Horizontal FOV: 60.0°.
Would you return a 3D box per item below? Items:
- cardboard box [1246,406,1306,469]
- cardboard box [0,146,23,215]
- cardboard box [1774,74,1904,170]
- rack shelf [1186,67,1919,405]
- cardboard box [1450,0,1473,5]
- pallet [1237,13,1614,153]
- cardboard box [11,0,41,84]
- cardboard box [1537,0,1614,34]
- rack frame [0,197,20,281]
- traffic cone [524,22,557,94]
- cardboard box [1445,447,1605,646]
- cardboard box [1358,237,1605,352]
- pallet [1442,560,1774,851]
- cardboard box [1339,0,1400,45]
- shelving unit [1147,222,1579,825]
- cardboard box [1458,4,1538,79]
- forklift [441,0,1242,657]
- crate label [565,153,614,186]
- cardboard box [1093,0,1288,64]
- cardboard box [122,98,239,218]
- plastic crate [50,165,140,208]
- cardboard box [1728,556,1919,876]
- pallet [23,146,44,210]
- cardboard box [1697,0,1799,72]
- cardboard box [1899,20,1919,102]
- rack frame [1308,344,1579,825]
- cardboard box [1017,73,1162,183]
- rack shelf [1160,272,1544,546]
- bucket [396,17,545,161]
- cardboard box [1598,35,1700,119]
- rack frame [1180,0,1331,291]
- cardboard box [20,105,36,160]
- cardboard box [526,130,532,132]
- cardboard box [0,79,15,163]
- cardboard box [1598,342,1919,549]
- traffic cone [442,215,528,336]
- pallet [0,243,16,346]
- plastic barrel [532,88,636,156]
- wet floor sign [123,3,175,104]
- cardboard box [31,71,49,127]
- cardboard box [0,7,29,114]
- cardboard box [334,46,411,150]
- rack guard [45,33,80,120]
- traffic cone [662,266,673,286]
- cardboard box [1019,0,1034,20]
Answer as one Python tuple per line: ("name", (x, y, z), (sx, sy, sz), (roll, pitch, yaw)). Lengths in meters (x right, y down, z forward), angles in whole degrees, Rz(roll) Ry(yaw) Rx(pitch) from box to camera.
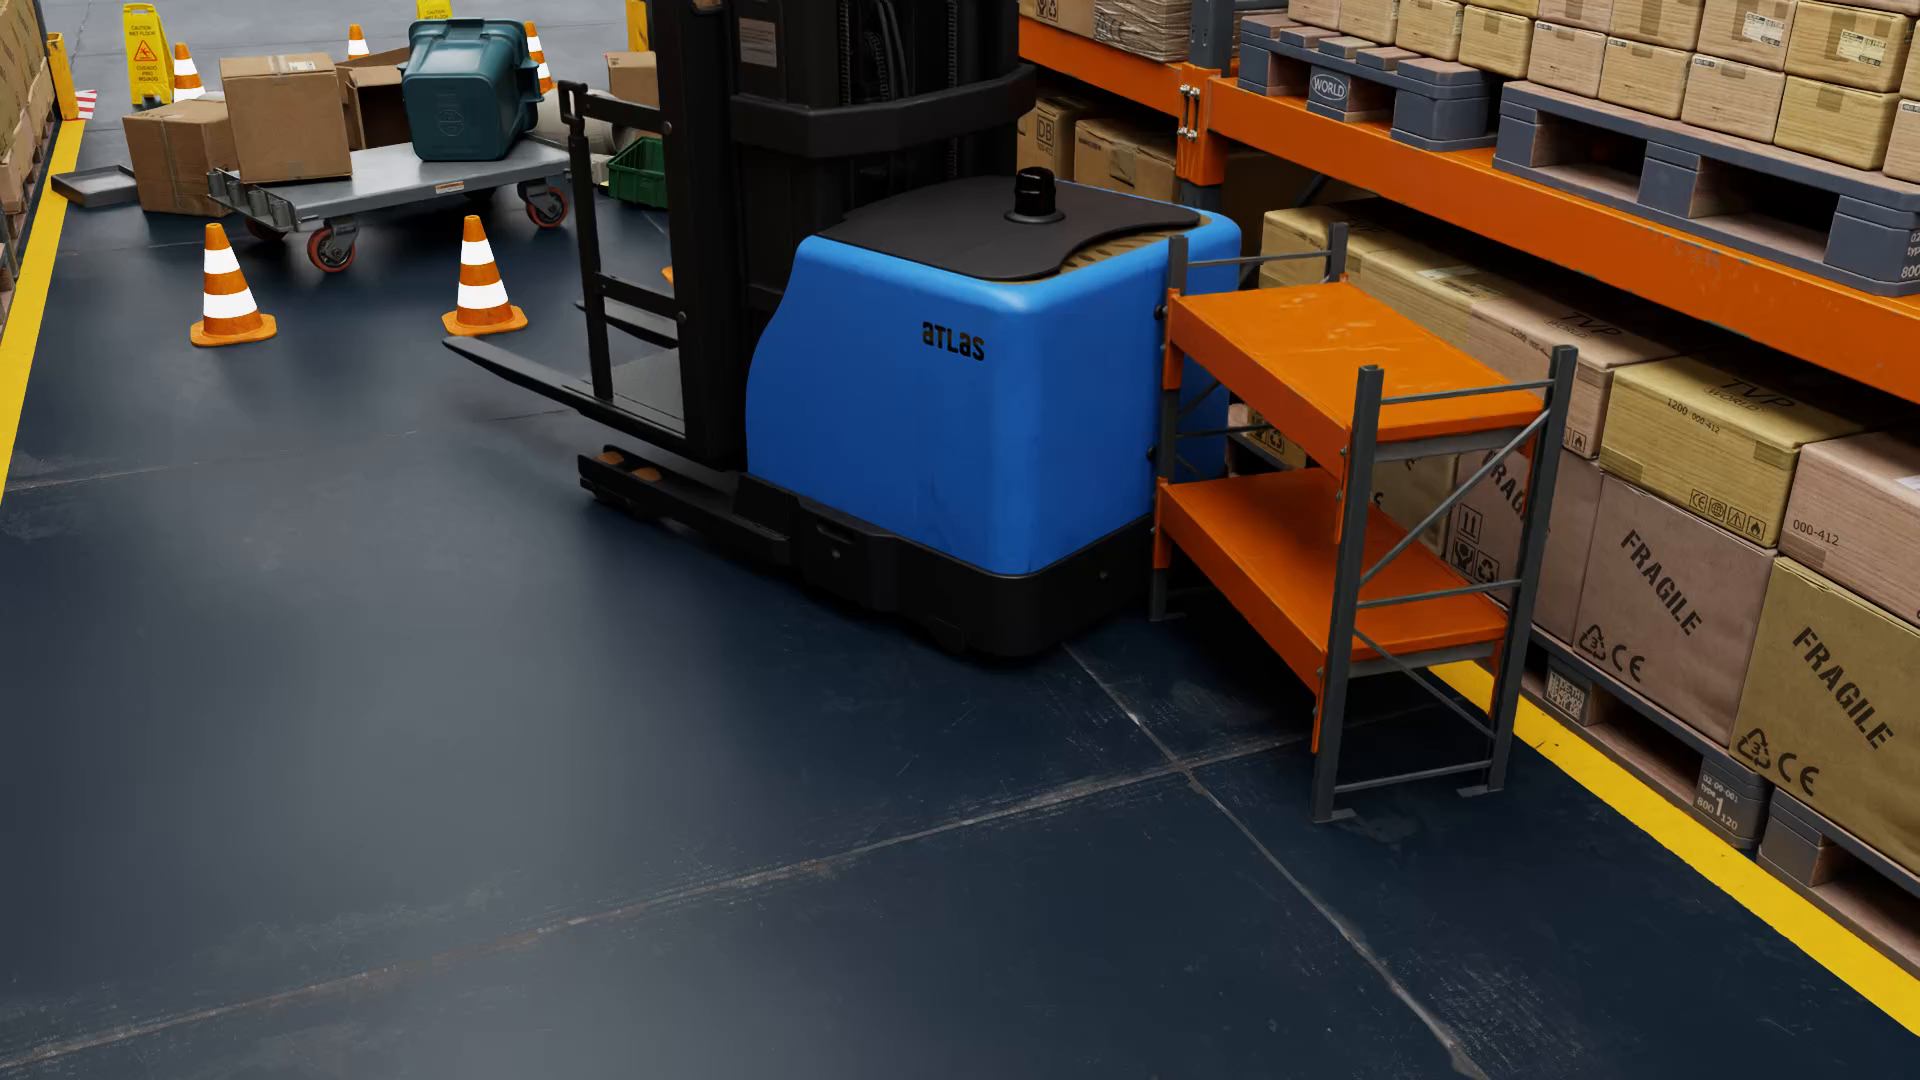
("cardboard box", (1.266, -0.506, 5.238), (0.500, 0.500, 0.500), (-12, 28, -23))
("cardboard box", (-4.840, -1.731, 8.032), (0.500, 0.250, 0.500), (-12, 28, -23))
("cardboard box", (1.940, -0.883, 3.447), (0.380, 0.149, 0.250), (-9, 28, -18))
("rack shelf", (2.007, -0.639, 3.960), (1.077, 0.370, 4.000), (-11, 28, -21))
("cardboard box", (1.444, -1.533, 4.441), (0.380, 0.149, 0.250), (-11, 28, -22))
("pallet", (1.601, -1.414, 4.946), (1.213, 0.211, 1.003), (-11, 28, -21))
("cardboard box", (-5.663, -2.910, 9.591), (0.500, 0.500, 0.500), (-10, 28, -19))
("cardboard box", (1.640, -1.331, 4.026), (0.380, 0.149, 0.250), (-11, 28, -21))
("rack frame", (-4.858, -2.493, 6.938), (1.000, 3.000, 0.127), (-11, 28, -21))
("traffic cone", (-3.008, -3.401, 11.689), (0.336, 0.463, 0.334), (-11, 28, -21))
("cardboard box", (1.672, -0.097, 4.401), (0.500, 0.500, 0.500), (-11, 28, -22))
("cardboard box", (1.470, -0.648, 4.673), (0.500, 0.250, 0.500), (-11, 28, -21))
("pallet", (2.003, 0.291, 4.414), (1.003, 0.211, 1.213), (-11, 28, -21))
("cardboard box", (1.318, -1.522, 4.756), (0.380, 0.149, 0.250), (-9, 27, -18))
("shelving unit", (0.924, -0.090, 4.153), (0.538, 1.125, 1.048), (-7, 27, -14))
("cardboard box", (1.532, -1.305, 4.311), (0.380, 0.149, 0.250), (-9, 28, -18))
("forklift", (-0.621, -1.536, 5.056), (3.031, 2.935, 1.130), (22, 33, 37))
("crate label", (-2.079, -2.093, 9.381), (0.250, 0.136, 0.298), (13, 29, 24))
("cardboard box", (0.801, -1.951, 5.712), (0.500, 0.500, 0.500), (-11, 28, -21))
("cardboard box", (-4.025, -2.038, 8.851), (0.500, 0.500, 0.500), (8, 27, 15))
("plastic crate", (-4.718, -1.956, 9.165), (0.402, 0.080, 0.583), (-22, 34, -38))
("cardboard box", (2.068, 0.317, 3.553), (0.500, 0.500, 0.500), (-11, 28, -22))
("pallet", (-5.635, -1.999, 9.103), (1.003, 0.211, 1.213), (-11, 28, -21))
("cardboard box", (1.843, -1.122, 3.598), (0.380, 0.149, 0.250), (-10, 28, -19))
("cardboard box", (2.042, -0.913, 3.170), (0.380, 0.149, 0.250), (-12, 29, -23))
("rack frame", (1.064, 0.124, 3.713), (0.500, 1.125, 0.032), (-7, 27, -14))
("cardboard box", (0.723, -1.561, 7.114), (1.050, 0.750, 0.750), (-10, 28, -20))
("rack shelf", (0.924, -0.353, 4.024), (0.538, 0.278, 1.000), (-7, 27, -14))
("bucket", (-2.517, -2.256, 8.449), (0.726, 0.611, 0.620), (-1, 36, -3))
("cardboard box", (1.735, -1.095, 3.883), (0.380, 0.149, 0.250), (-10, 28, -20))
("rack frame", (1.224, -1.770, 5.456), (1.000, 3.000, 0.127), (-11, 28, -21))
("cardboard box", (-5.270, -2.158, 8.907), (0.500, 0.250, 0.500), (-11, 28, -21))
("cardboard box", (-2.710, -2.534, 10.136), (0.396, 0.266, 0.258), (-6, 27, -12))
("cardboard box", (-4.840, -2.068, 7.867), (0.500, 0.500, 0.500), (-9, 27, -18))
("cardboard box", (1.857, -0.236, 3.829), (0.500, 0.250, 0.500), (-12, 28, -23))
("traffic cone", (-2.050, -1.148, 7.074), (0.336, 0.463, 0.334), (-11, 28, -21))
("pallet", (-4.551, -0.926, 6.907), (1.003, 0.211, 1.213), (-11, 28, -21))
("plastic barrel", (-2.198, -2.421, 9.727), (0.512, 0.421, 0.421), (8, 27, 15))
("wet floor sign", (-5.514, -3.311, 11.296), (0.267, 0.644, 0.232), (-1, 26, -3))
("cardboard box", (-5.664, -2.571, 9.752), (0.500, 0.250, 0.500), (-10, 28, -20))
("cardboard box", (-5.262, -2.492, 8.735), (0.500, 0.500, 0.500), (-9, 27, -18))
("cardboard box", (-3.407, -2.712, 10.232), (0.637, 0.503, 0.797), (13, 29, 24))
("rack guard", (-6.394, -2.954, 10.731), (1.175, 0.500, 0.348), (-11, 28, -21))
("traffic cone", (-1.207, -1.444, 7.680), (0.336, 0.463, 0.334), (-11, 28, -21))
("cardboard box", (0.411, -2.354, 6.538), (0.500, 0.500, 0.500), (-11, 28, -21))
